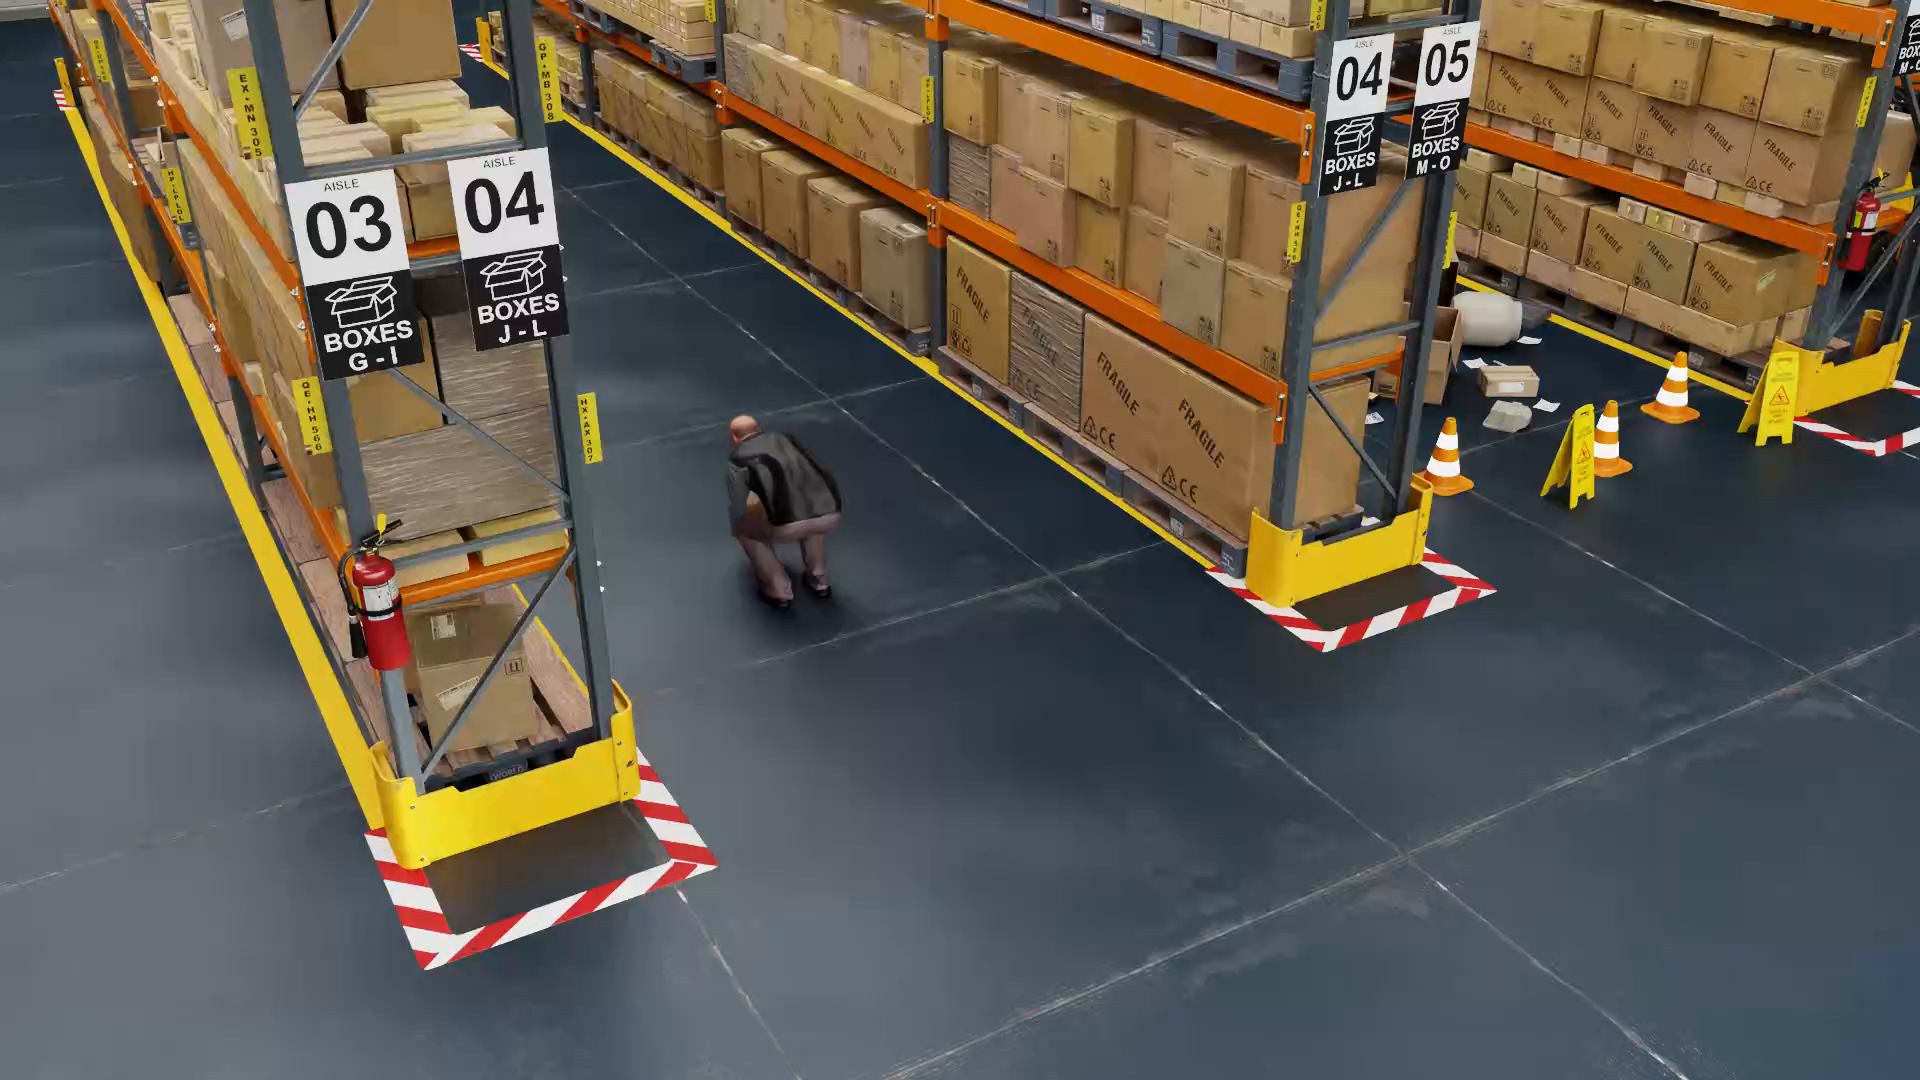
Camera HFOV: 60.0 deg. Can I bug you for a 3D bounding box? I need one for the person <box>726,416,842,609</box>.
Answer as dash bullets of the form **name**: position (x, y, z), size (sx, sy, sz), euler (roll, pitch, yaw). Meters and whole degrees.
- **person**: position (-1.051, -0.156, 9.683), size (0.518, 0.947, 0.923), euler (-17, 33, -28)
